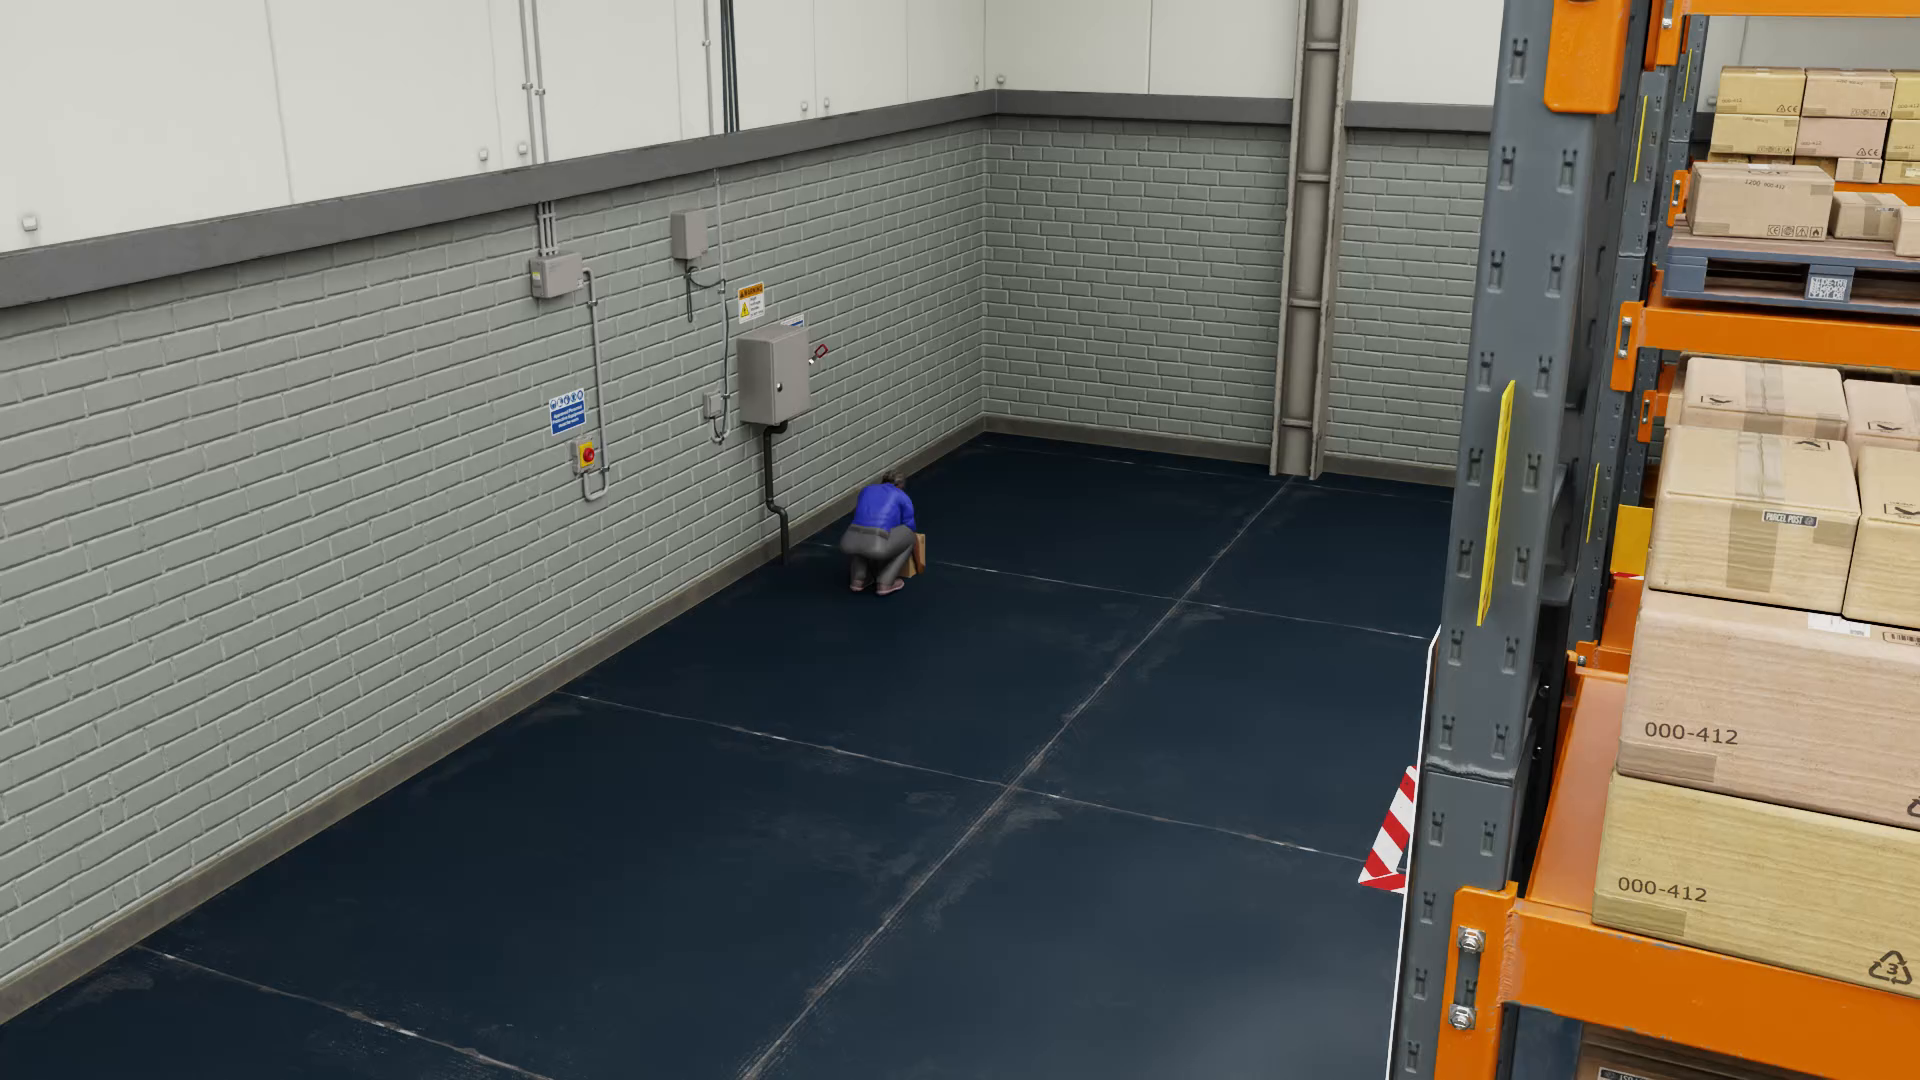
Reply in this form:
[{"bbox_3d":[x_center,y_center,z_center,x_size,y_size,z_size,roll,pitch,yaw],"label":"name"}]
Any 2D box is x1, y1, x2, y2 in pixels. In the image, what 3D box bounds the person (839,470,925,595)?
[{"bbox_3d":[-0.551,-0.006,11.604,0.453,0.801,0.819,8,21,22],"label":"person"}]
